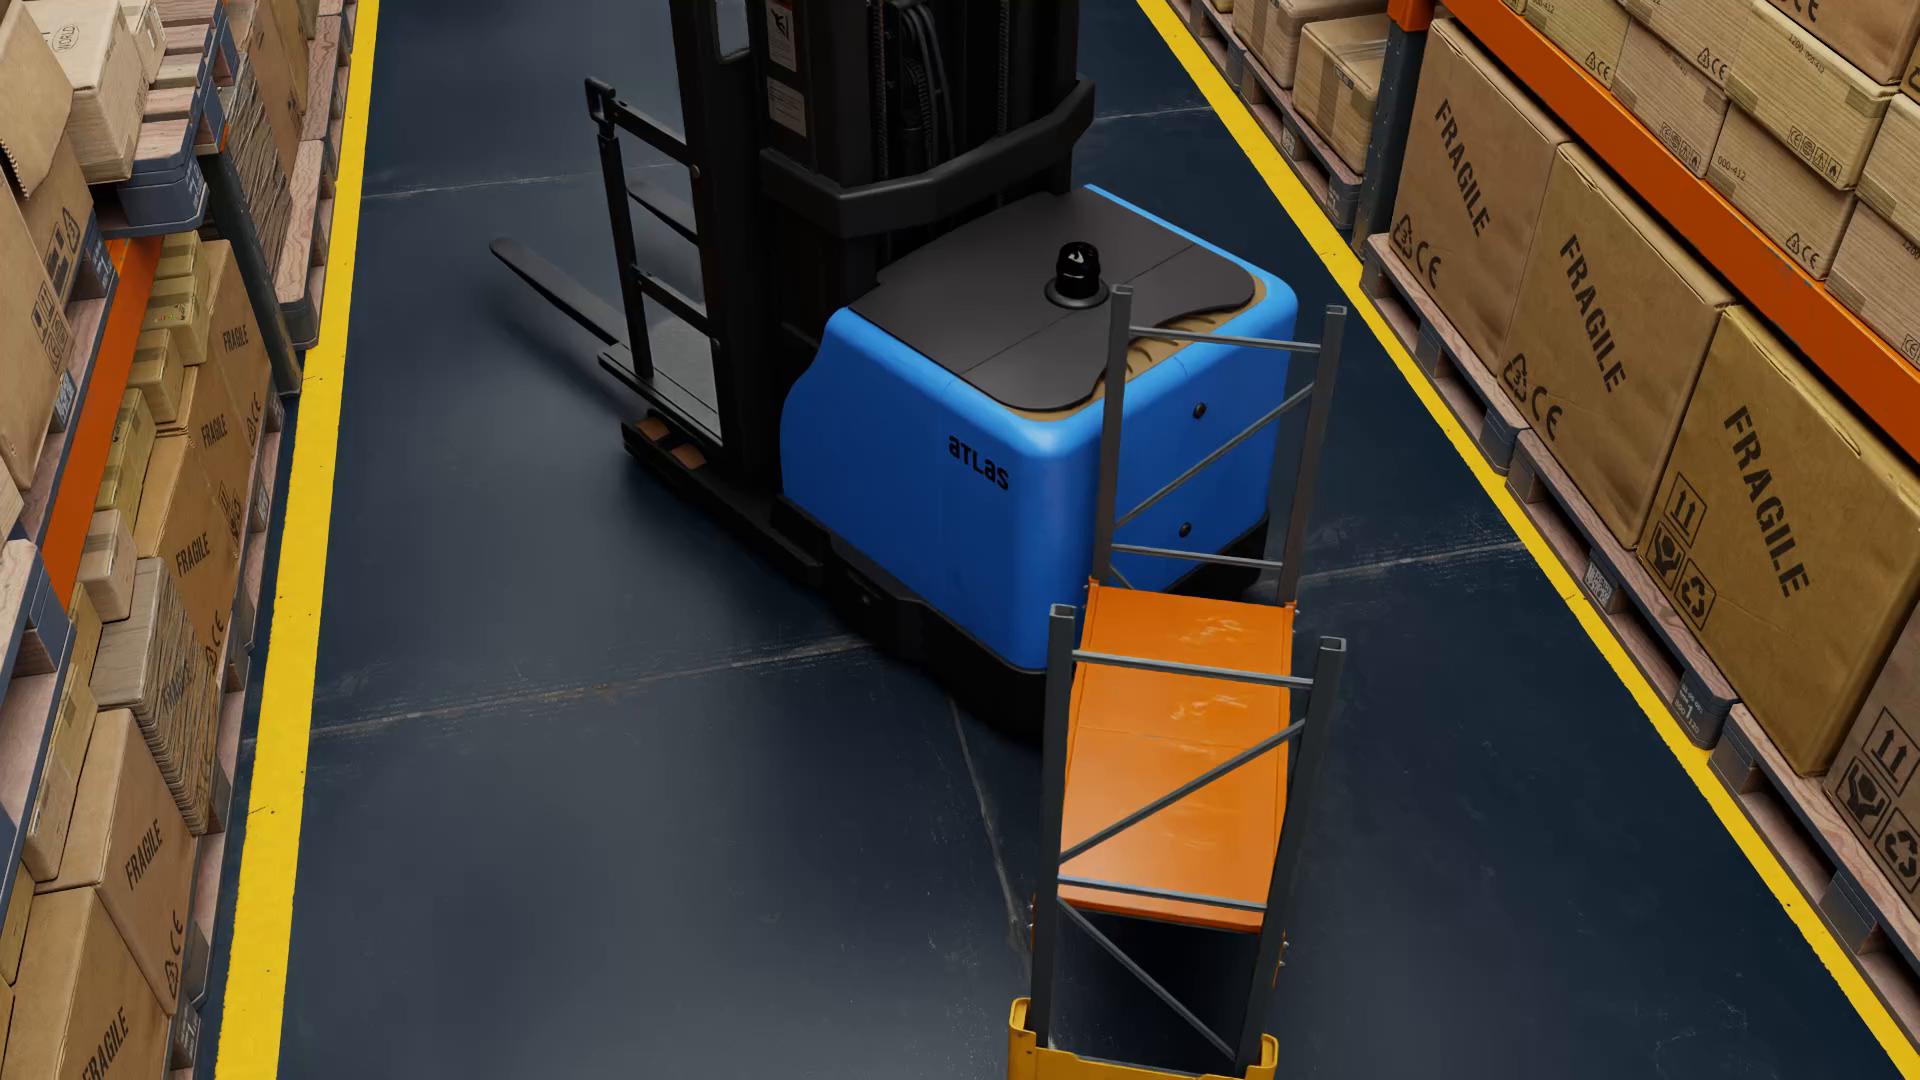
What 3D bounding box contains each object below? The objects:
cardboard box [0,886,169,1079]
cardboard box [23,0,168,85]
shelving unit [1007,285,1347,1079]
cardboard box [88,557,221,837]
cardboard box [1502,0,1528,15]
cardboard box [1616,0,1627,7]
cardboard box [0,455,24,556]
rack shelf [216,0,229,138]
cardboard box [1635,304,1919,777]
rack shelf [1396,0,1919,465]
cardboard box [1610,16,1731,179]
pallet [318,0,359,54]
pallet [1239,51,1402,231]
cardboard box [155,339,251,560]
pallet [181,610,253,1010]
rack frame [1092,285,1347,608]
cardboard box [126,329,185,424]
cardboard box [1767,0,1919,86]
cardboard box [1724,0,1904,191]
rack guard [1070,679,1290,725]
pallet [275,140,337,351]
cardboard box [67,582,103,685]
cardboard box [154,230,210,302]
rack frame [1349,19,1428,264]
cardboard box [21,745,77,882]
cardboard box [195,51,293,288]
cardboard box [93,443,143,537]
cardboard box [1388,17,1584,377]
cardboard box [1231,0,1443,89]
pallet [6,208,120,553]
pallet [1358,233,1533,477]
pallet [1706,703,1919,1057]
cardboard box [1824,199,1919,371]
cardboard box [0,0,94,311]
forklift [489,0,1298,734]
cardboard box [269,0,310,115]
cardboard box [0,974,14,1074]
[{"bbox_3d":[-1.955,1.087,3.333,0.500,0.500,0.500,-9,42,-10],"label":"cardboard box"},{"bbox_3d":[-2.293,-1.287,4.313,0.380,0.149,0.250,-8,42,-8],"label":"cardboard box"},{"bbox_3d":[0.488,0.382,3.690,0.587,1.500,1.083,7,42,7],"label":"shelving unit"},{"bbox_3d":[-2.165,0.425,4.078,0.500,0.500,0.500,-10,43,-11],"label":"cardboard box"},{"bbox_3d":[1.897,-1.899,5.242,0.500,0.250,0.500,-9,42,-10],"label":"cardboard box"},{"bbox_3d":[2.015,-1.740,4.687,0.500,0.250,0.500,-7,42,-8],"label":"cardboard box"},{"bbox_3d":[-1.871,-0.064,2.847,0.396,0.266,0.258,-6,42,-7],"label":"cardboard box"},{"bbox_3d":[-3.241,-2.622,6.486,1.077,0.370,4.000,-8,42,-9],"label":"rack shelf"},{"bbox_3d":[2.485,-0.053,4.334,0.875,0.875,0.875,-7,42,-8],"label":"cardboard box"},{"bbox_3d":[2.468,-0.743,4.369,1.077,0.370,4.000,-8,42,-9],"label":"rack shelf"},{"bbox_3d":[2.132,-1.227,4.486,0.500,0.250,0.500,-7,42,-8],"label":"cardboard box"},{"bbox_3d":[-3.476,-2.672,8.101,1.003,0.211,1.213,-8,42,-9],"label":"pallet"},{"bbox_3d":[1.869,-1.772,7.087,1.003,0.211,1.213,-8,42,-9],"label":"pallet"},{"bbox_3d":[-2.410,-0.247,4.836,0.500,0.500,0.500,-9,42,-10],"label":"cardboard box"},{"bbox_3d":[-2.425,0.727,4.272,1.003,0.211,1.213,-8,42,-9],"label":"pallet"},{"bbox_3d":[0.577,0.044,4.071,0.500,1.500,0.032,7,42,7],"label":"rack frame"},{"bbox_3d":[-2.352,-0.426,4.548,0.380,0.149,0.250,-10,43,-11],"label":"cardboard box"},{"bbox_3d":[2.223,-1.379,3.716,0.500,0.500,0.500,-8,42,-9],"label":"cardboard box"},{"bbox_3d":[2.207,-1.084,3.948,0.500,0.250,0.500,-8,42,-9],"label":"cardboard box"},{"bbox_3d":[0.574,0.524,4.471,0.587,0.250,0.087,7,42,7],"label":"rack guard"},{"bbox_3d":[-2.949,-1.091,6.320,1.003,0.211,1.213,-8,42,-9],"label":"pallet"},{"bbox_3d":[-2.193,0.255,3.781,0.380,0.149,0.250,-8,42,-9],"label":"cardboard box"},{"bbox_3d":[-2.455,-0.775,4.942,0.380,0.149,0.250,-10,43,-11],"label":"cardboard box"},{"bbox_3d":[2.037,-2.308,5.591,1.000,3.000,0.127,-8,42,-9],"label":"rack frame"},{"bbox_3d":[-2.055,0.587,3.407,0.380,0.149,0.250,-8,42,-9],"label":"cardboard box"},{"bbox_3d":[-2.931,-1.270,5.893,0.875,0.625,0.625,-7,42,-8],"label":"cardboard box"},{"bbox_3d":[-2.285,-0.087,4.166,0.380,0.149,0.250,-9,42,-10],"label":"cardboard box"},{"bbox_3d":[2.105,-1.211,5.639,0.875,0.875,0.875,-9,42,-10],"label":"cardboard box"},{"bbox_3d":[1.757,-2.327,7.275,0.950,0.372,0.625,-9,42,-10],"label":"cardboard box"},{"bbox_3d":[-2.385,-0.263,3.431,1.003,0.211,1.213,-8,42,-9],"label":"pallet"},{"bbox_3d":[2.133,-0.743,5.928,1.003,0.211,1.213,-8,42,-9],"label":"pallet"},{"bbox_3d":[2.660,0.838,4.147,1.003,0.211,1.213,-8,42,-9],"label":"pallet"},{"bbox_3d":[2.358,-0.574,3.750,0.500,0.250,0.500,-9,42,-10],"label":"cardboard box"},{"bbox_3d":[-2.276,-0.758,3.451,0.797,0.503,0.637,-9,42,-10],"label":"cardboard box"},{"bbox_3d":[-0.463,-1.451,4.677,1.130,2.935,3.031,-32,51,-31],"label":"forklift"},{"bbox_3d":[-3.225,-2.128,6.861,0.875,0.625,0.625,-10,43,-11],"label":"cardboard box"},{"bbox_3d":[-1.965,0.930,3.021,0.380,0.149,0.250,-10,43,-12],"label":"cardboard box"}]
